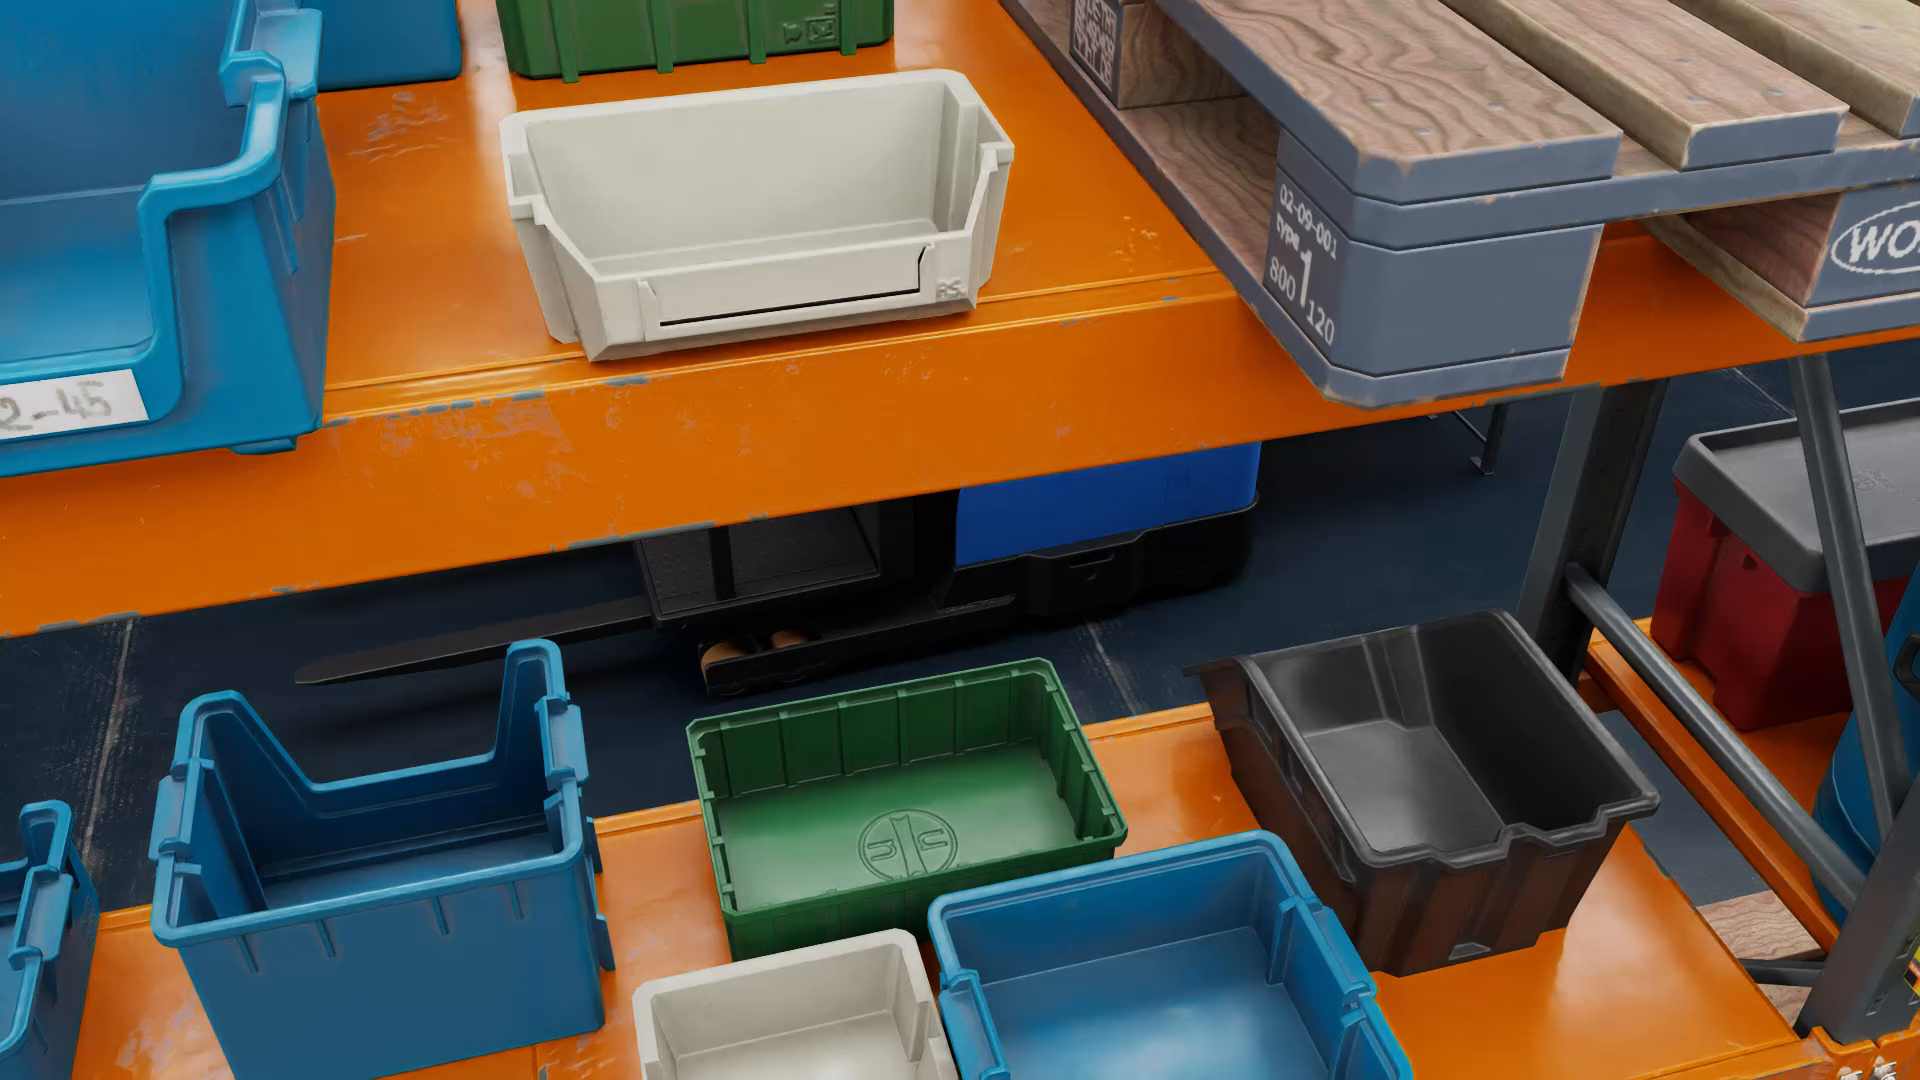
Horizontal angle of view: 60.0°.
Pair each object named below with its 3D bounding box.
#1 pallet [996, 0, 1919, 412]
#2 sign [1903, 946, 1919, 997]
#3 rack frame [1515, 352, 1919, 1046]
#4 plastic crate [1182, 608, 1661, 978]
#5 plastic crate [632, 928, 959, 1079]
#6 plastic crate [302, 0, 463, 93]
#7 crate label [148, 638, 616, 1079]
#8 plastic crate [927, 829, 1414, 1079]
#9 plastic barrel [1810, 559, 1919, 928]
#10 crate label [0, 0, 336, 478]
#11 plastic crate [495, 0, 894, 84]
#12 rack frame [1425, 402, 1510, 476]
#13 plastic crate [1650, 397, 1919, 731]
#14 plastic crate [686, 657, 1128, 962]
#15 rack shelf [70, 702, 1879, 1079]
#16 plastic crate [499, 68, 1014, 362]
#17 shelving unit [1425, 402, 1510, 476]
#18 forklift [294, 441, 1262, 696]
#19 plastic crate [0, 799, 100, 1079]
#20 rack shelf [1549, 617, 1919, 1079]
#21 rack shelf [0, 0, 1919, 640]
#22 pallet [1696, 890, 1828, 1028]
[{"bbox_3d":[0.612,-0.609,1.765,1.003,0.211,1.213,-9,38,-12],"label":"pallet"},{"bbox_3d":[1.416,0.550,2.335,0.005,0.325,0.100,-9,38,-12],"label":"sign"},{"bbox_3d":[1.283,0.335,2.843,0.127,3.000,1.000,-9,38,-12],"label":"rack frame"},{"bbox_3d":[0.745,0.368,2.851,0.504,0.338,0.767,-9,38,-12],"label":"plastic crate"},{"bbox_3d":[-0.218,0.846,2.393,0.437,0.136,0.530,-9,38,-12],"label":"plastic crate"},{"bbox_3d":[-0.816,-0.695,1.734,0.575,0.384,0.392,-9,38,-12],"label":"plastic crate"},{"bbox_3d":[-0.872,0.505,2.592,0.616,0.435,0.502,-9,38,-12],"label":"crate label"},{"bbox_3d":[0.286,0.729,2.451,0.616,0.251,0.499,-9,38,-12],"label":"plastic crate"},{"bbox_3d":[1.735,0.253,2.538,0.708,0.901,0.600,-9,38,-12],"label":"plastic barrel"},{"bbox_3d":[-0.685,-0.266,1.283,0.408,0.251,0.502,-9,38,-12],"label":"crate label"},{"bbox_3d":[-0.311,-0.682,1.878,0.450,0.188,0.336,-9,38,-12],"label":"plastic crate"},{"bbox_3d":[1.852,-0.976,5.791,0.032,1.500,0.500,-11,39,-14],"label":"rack frame"},{"bbox_3d":[1.671,0.054,3.158,0.583,0.464,0.402,-9,38,-12],"label":"plastic crate"},{"bbox_3d":[-0.101,0.469,2.843,0.662,0.188,0.450,-9,38,-12],"label":"plastic crate"},{"bbox_3d":[-0.648,0.938,2.647,4.000,0.370,1.077,-9,38,-12],"label":"rack shelf"},{"bbox_3d":[-0.161,-0.260,1.369,0.396,0.136,0.243,-9,38,-12],"label":"plastic crate"},{"bbox_3d":[1.368,-0.880,5.666,1.048,1.500,0.538,-11,39,-14],"label":"shelving unit"},{"bbox_3d":[-0.598,-1.046,4.705,3.031,2.935,1.130,-11,39,-14],"label":"forklift"},{"bbox_3d":[-1.545,0.674,2.523,0.408,0.251,0.499,-9,38,-12],"label":"plastic crate"},{"bbox_3d":[3.214,0.304,3.476,4.000,0.370,1.077,-9,38,-12],"label":"rack shelf"},{"bbox_3d":[-0.648,-0.254,1.736,4.000,0.370,1.077,-9,38,-12],"label":"rack shelf"},{"bbox_3d":[2.031,1.296,3.882,1.213,0.211,1.003,-9,38,-12],"label":"pallet"}]
